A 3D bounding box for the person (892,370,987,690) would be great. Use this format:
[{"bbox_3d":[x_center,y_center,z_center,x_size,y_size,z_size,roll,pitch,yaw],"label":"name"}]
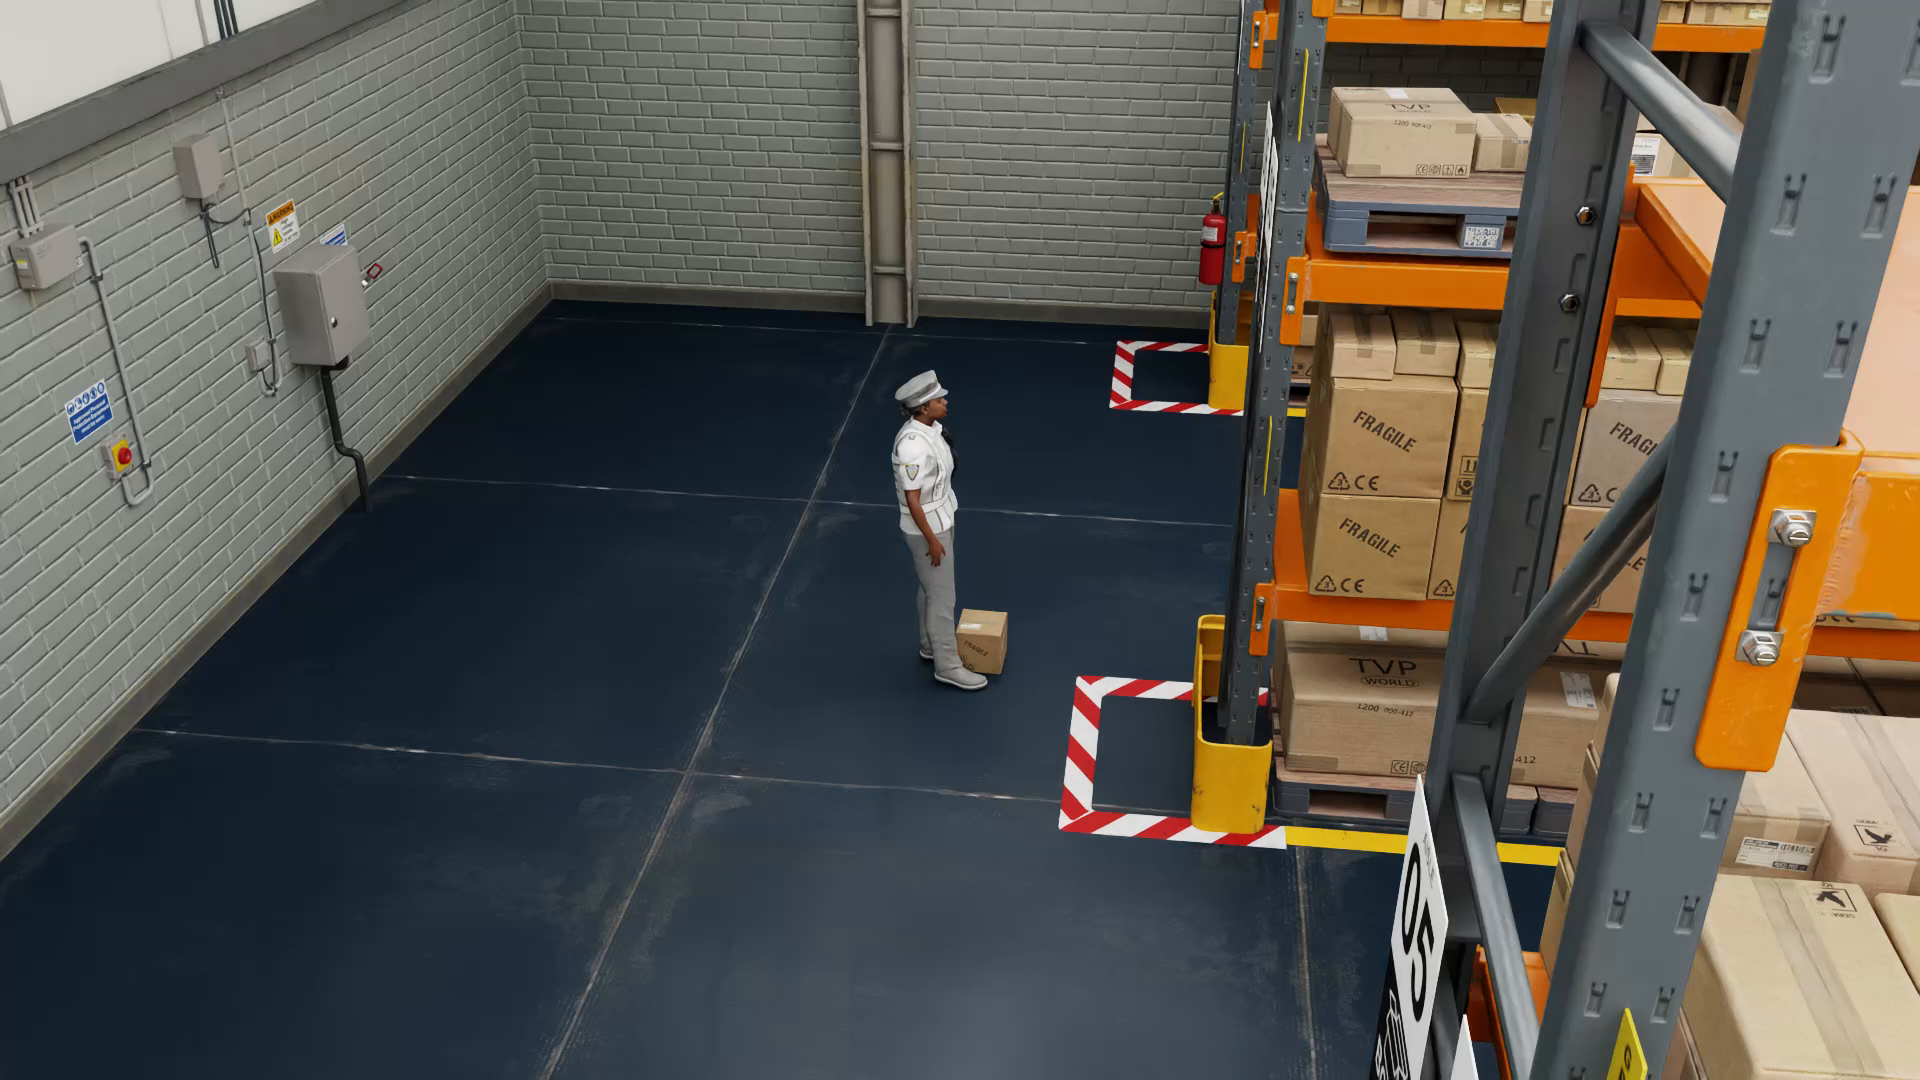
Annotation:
[{"bbox_3d":[-0.087,-0.077,8.814,0.529,1.696,0.570,3,29,6],"label":"person"}]
